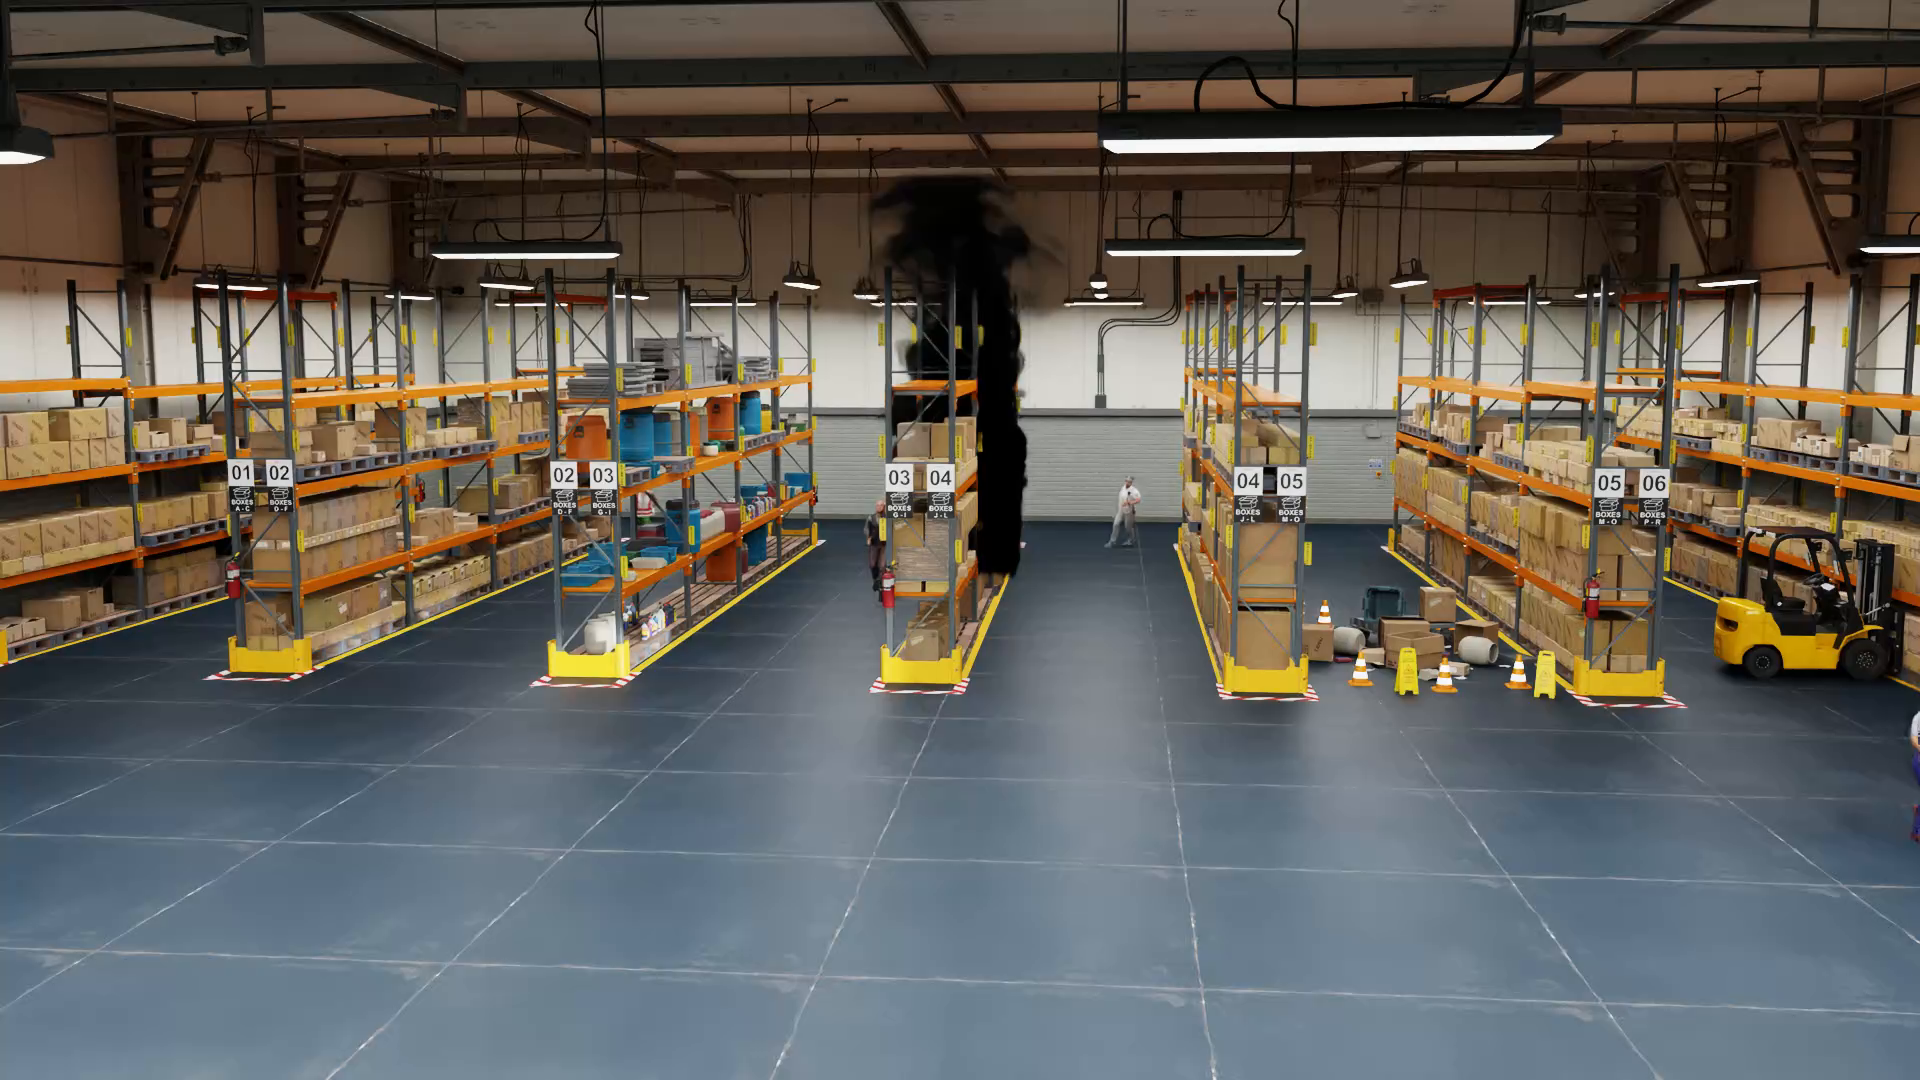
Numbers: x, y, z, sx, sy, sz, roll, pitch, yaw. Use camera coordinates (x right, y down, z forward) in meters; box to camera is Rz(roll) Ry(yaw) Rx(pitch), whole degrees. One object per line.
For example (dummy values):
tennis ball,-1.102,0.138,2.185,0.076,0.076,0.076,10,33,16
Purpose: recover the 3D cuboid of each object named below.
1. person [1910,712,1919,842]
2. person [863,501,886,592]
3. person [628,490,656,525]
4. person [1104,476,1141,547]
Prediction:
person,9.681,2.225,16.448,0.612,1.608,0.509,-3,8,-26
person,-1.494,0.136,30.895,0.654,1.714,0.560,1,7,4
person,-7.284,-0.496,38.084,0.607,1.850,0.789,0,7,-4
person,3.998,-0.682,39.650,0.737,1.733,0.977,6,9,40
